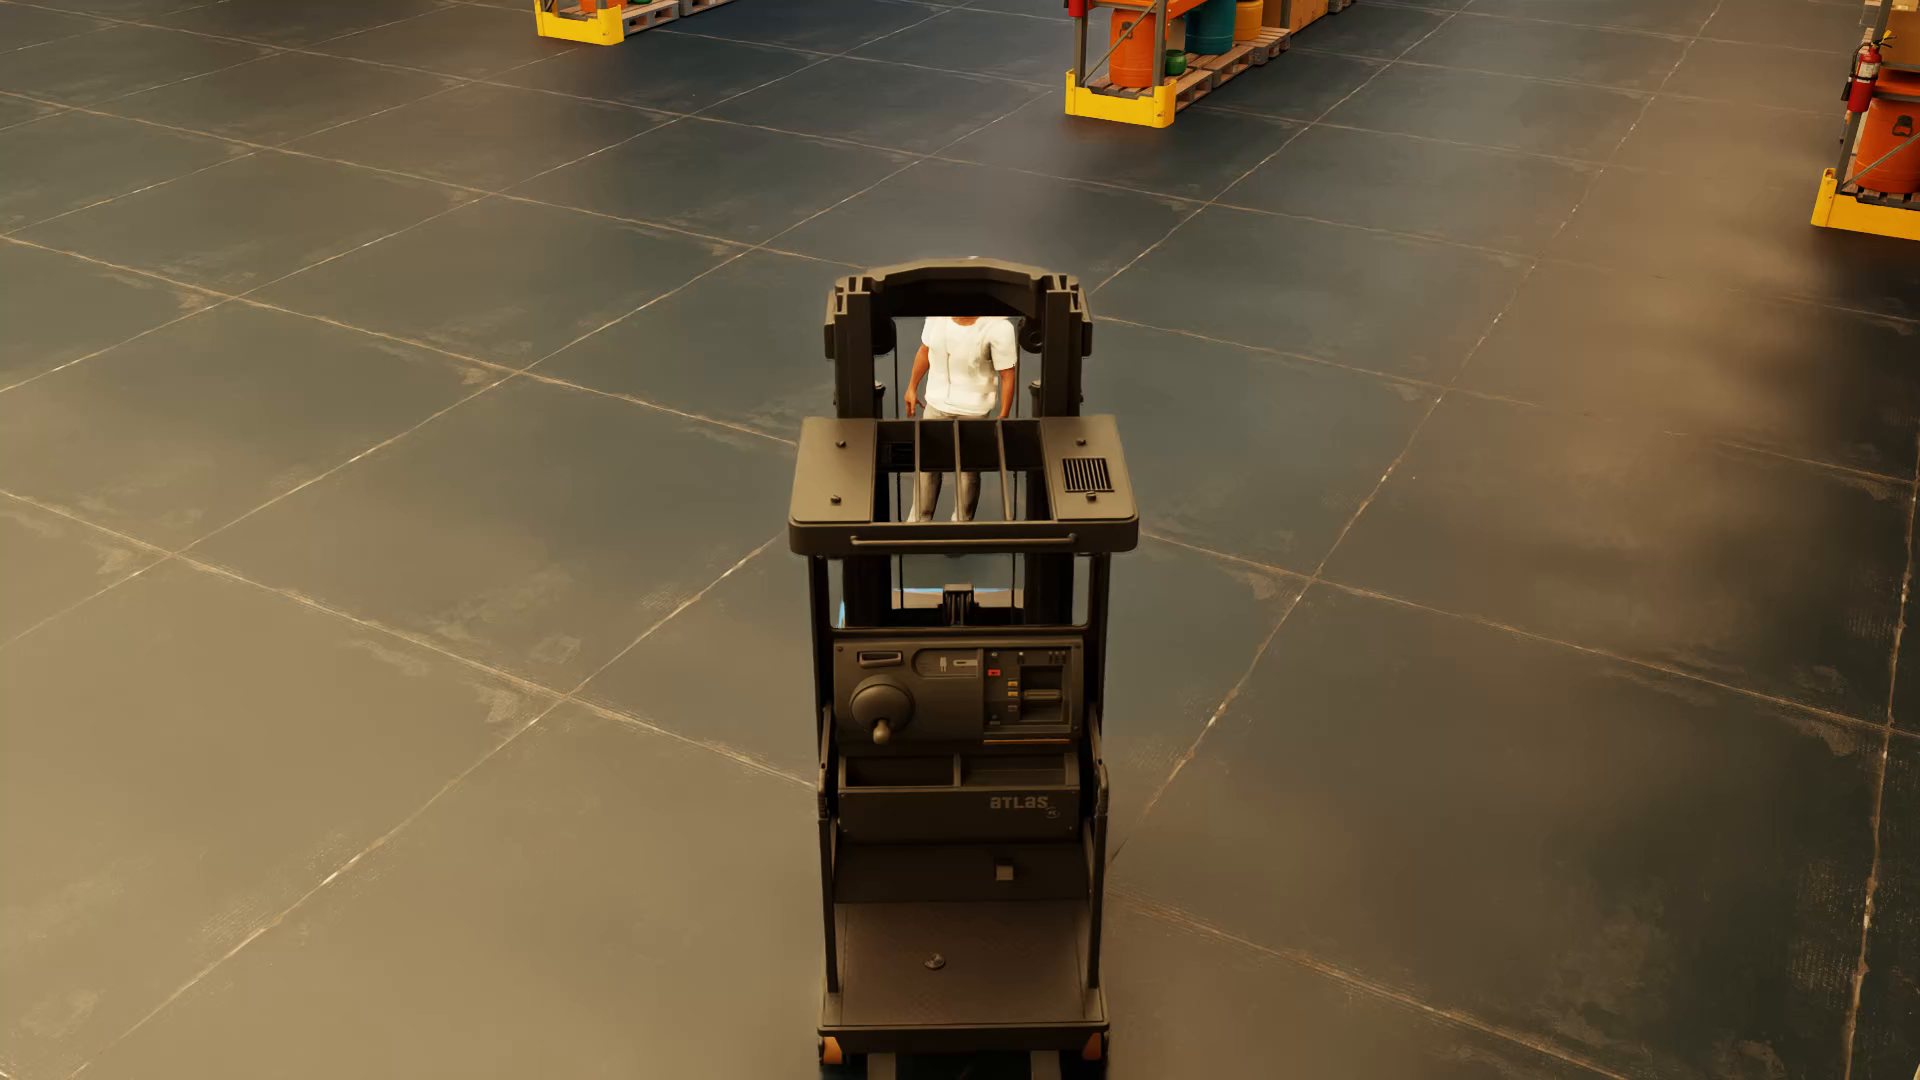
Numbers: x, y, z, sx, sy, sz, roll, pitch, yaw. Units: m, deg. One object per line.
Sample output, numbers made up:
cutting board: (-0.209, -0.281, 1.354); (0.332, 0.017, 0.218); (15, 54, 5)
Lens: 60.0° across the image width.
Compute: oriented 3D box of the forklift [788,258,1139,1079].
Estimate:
forklift: (0.004, 0.608, 6.016); (1.130, 2.935, 3.031); (-1, 30, -1)

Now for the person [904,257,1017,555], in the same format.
person: (-0.039, -0.742, 9.508); (0.666, 1.765, 0.577); (15, 33, 25)
